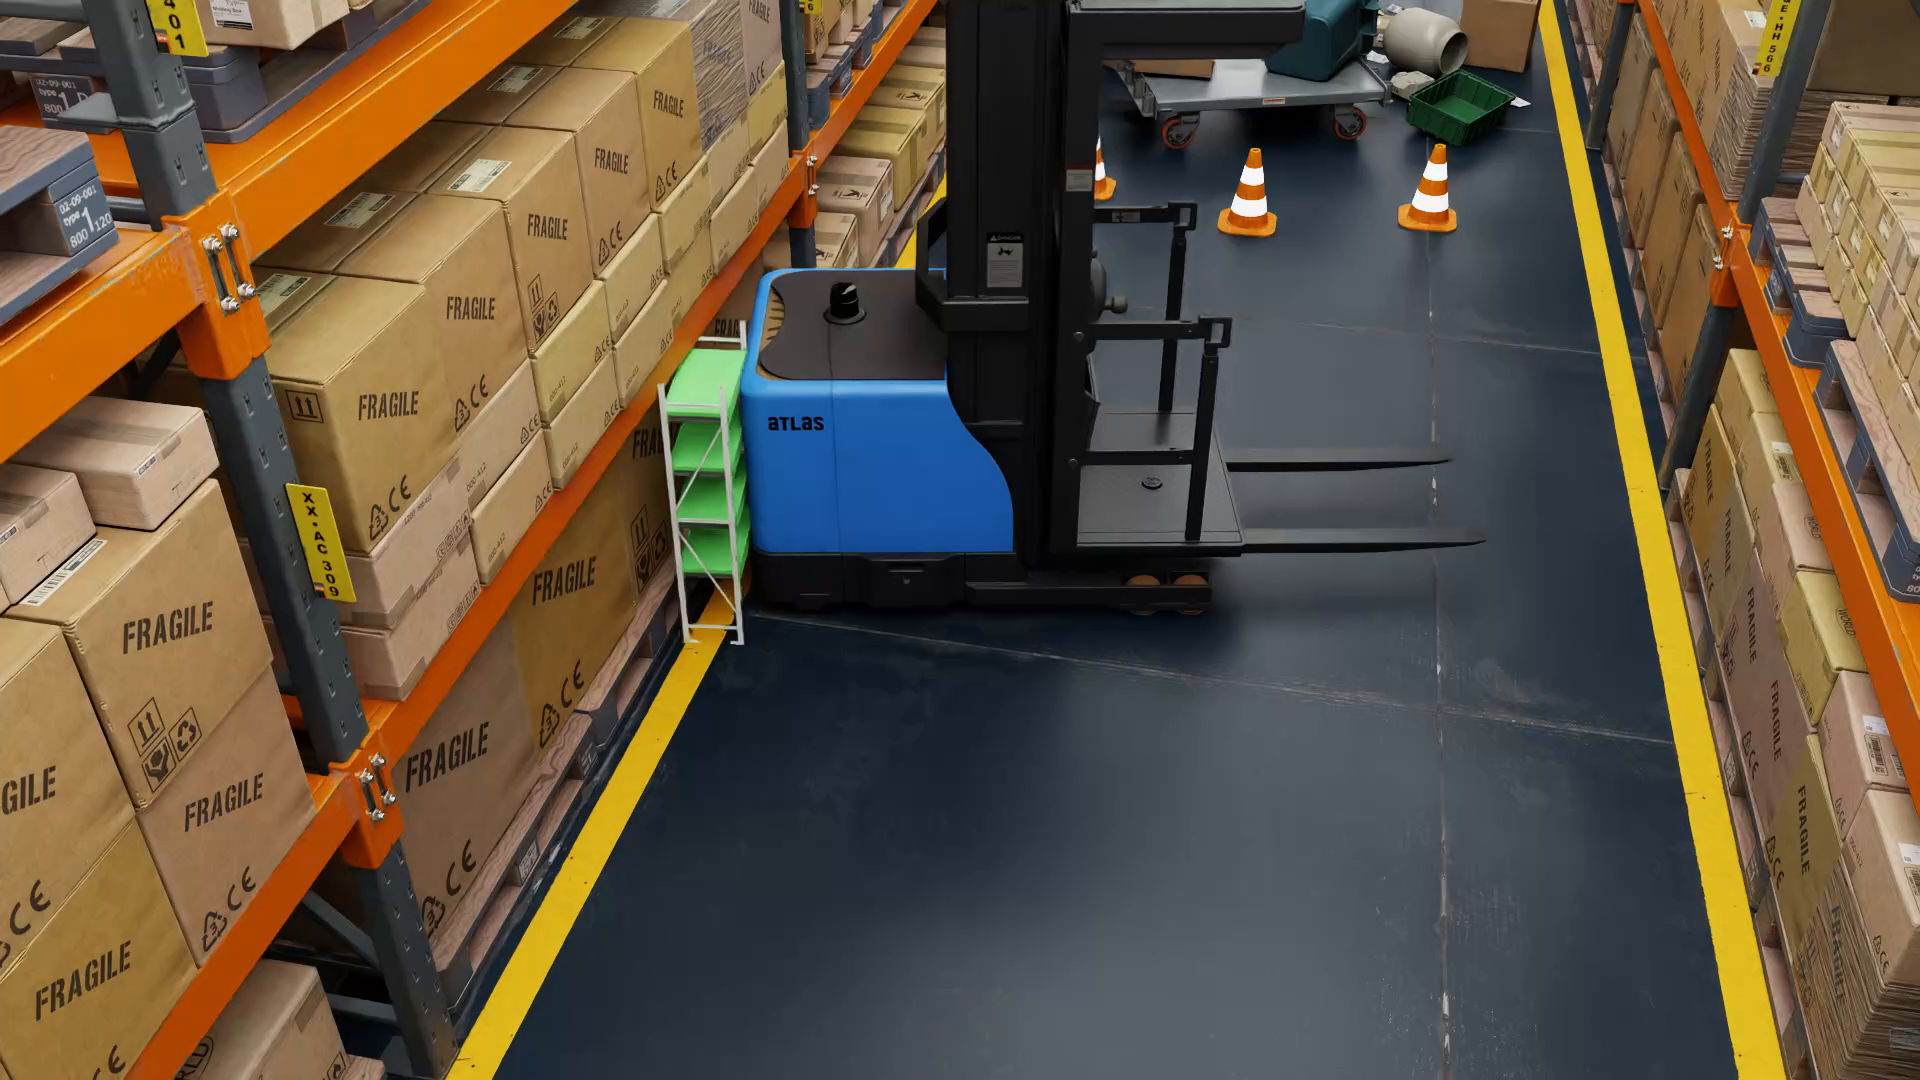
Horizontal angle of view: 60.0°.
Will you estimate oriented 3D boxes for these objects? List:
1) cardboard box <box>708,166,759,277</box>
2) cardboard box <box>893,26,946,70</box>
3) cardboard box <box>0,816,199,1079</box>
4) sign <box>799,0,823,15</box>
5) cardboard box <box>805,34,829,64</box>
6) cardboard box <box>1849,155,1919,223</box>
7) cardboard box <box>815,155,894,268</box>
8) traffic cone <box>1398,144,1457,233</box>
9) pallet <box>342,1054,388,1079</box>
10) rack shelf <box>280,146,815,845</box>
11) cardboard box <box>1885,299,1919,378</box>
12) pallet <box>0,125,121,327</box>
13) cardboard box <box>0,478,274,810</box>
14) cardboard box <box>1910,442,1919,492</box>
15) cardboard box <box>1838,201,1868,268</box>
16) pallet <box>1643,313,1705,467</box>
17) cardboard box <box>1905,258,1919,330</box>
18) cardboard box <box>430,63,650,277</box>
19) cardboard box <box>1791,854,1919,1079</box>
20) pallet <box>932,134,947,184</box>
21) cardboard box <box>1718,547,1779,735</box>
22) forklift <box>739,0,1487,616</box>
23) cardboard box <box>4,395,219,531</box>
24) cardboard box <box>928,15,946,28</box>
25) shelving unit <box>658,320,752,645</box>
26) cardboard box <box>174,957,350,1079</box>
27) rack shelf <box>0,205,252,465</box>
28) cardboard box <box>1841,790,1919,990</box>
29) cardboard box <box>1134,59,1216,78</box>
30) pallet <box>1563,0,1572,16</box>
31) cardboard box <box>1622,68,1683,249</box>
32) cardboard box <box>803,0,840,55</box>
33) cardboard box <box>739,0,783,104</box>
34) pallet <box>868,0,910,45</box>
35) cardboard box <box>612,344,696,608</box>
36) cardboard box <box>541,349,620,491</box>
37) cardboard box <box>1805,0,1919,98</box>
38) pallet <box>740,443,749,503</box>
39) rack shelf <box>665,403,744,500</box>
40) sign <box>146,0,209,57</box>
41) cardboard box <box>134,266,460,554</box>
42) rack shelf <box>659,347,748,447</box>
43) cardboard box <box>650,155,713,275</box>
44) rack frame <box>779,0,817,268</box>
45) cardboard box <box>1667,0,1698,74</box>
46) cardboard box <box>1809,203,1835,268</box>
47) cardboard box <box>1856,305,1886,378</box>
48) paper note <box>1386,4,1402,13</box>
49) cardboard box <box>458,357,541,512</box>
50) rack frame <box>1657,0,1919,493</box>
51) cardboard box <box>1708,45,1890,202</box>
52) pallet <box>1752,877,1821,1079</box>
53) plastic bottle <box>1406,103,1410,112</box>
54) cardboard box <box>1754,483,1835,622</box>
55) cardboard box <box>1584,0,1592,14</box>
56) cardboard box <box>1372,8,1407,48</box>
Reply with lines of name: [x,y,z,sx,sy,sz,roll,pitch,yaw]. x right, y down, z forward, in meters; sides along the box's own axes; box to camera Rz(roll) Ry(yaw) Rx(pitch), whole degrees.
cardboard box: [-1.124,-1.291,6.603,0.500,0.250,0.500,8,37,11]
cardboard box: [-0.431,-3.067,10.808,0.950,0.372,0.625,8,37,11]
cardboard box: [-1.984,0.877,3.399,0.500,0.500,0.500,6,36,9]
sign: [-0.633,-2.370,6.978,0.100,0.325,0.005,7,37,10]
cardboard box: [-0.831,-2.358,7.804,0.380,0.149,0.250,5,36,7]
cardboard box: [3.282,-1.181,5.672,0.380,0.149,0.250,7,37,10]
cardboard box: [-0.895,-1.822,9.089,0.950,0.372,0.625,7,36,9]
traffic cone: [2.774,-2.093,9.744,0.336,0.463,0.334,7,37,10]
pallet: [-2.269,1.879,4.477,1.003,0.211,1.213,7,37,10]
rack shelf: [-1.603,-0.531,6.040,1.077,0.370,4.000,7,37,10]
cardboard box: [3.109,-0.605,5.131,0.380,0.149,0.250,7,37,10]
pallet: [-2.215,-0.387,2.747,1.003,0.211,1.213,7,37,10]
cardboard box: [-1.861,0.184,3.503,0.500,0.500,0.500,7,37,10]
cardboard box: [2.994,-0.182,4.801,0.380,0.149,0.250,9,37,12]
cardboard box: [3.273,-1.034,5.724,0.380,0.149,0.250,6,36,9]
pallet: [3.924,-0.720,8.064,1.003,0.211,1.213,7,37,10]
cardboard box: [3.115,-0.722,5.039,0.380,0.149,0.250,8,37,11]
cardboard box: [-1.360,-1.217,5.436,0.500,0.500,0.500,7,36,9]
cardboard box: [2.739,1.273,4.710,0.500,0.500,0.500,7,36,9]
pallet: [-0.486,-2.687,10.777,1.003,0.211,1.213,7,37,10]
cardboard box: [3.072,0.392,5.925,0.500,0.500,0.500,6,36,9]
forklift: [0.659,-1.191,6.395,3.031,2.935,1.130,0,36,0]
cardboard box: [-1.785,-0.168,3.435,0.380,0.149,0.250,7,36,9]
cardboard box: [0.069,-3.624,11.679,0.500,0.250,0.500,6,36,8]
shelving unit: [-0.965,-0.214,6.520,0.258,1.200,0.503,2,36,2]
cardboard box: [-2.269,1.538,4.398,0.875,0.438,0.875,7,36,9]
rack shelf: [-2.457,0.547,1.996,1.077,0.370,4.000,7,37,10]
cardboard box: [2.739,0.966,4.494,0.500,0.250,0.500,6,36,9]
cardboard box: [1.424,-3.351,10.802,0.500,0.500,0.500,7,37,10]
pallet: [5.296,-4.396,13.135,1.003,0.211,1.213,7,37,10]
cardboard box: [4.282,-2.039,9.067,1.050,0.750,0.750,7,37,10]
cardboard box: [-0.853,-2.529,7.487,0.500,0.500,0.500,6,36,9]
cardboard box: [-1.031,-2.085,6.634,0.500,0.500,0.500,6,36,9]
pallet: [-0.793,-3.032,9.040,1.003,0.211,1.213,7,37,10]
cardboard box: [-1.599,-0.383,6.674,0.875,0.875,0.875,8,37,11]
cardboard box: [-1.444,-0.423,5.406,0.500,0.250,0.500,7,37,10]
cardboard box: [3.787,-2.108,6.665,0.700,0.500,0.500,7,37,10]
pallet: [-1.418,-0.398,7.619,1.003,0.211,1.213,7,37,10]
rack shelf: [-0.962,-0.356,6.416,0.258,0.148,0.480,2,36,2]
sign: [-1.488,-1.063,3.097,0.100,0.325,0.005,7,37,10]
cardboard box: [-1.655,-0.338,4.222,0.500,0.500,0.500,8,37,11]
rack shelf: [-0.957,-0.549,6.274,0.258,0.148,0.480,2,36,2]
cardboard box: [-1.226,-1.211,6.067,0.500,0.250,0.500,6,36,9]
rack frame: [-1.176,-1.969,7.411,1.000,3.000,0.127,7,37,10]
cardboard box: [3.836,-2.606,8.204,0.500,0.500,0.500,8,37,11]
cardboard box: [3.332,-1.090,6.054,0.380,0.149,0.250,9,37,12]
cardboard box: [3.164,-0.627,5.416,0.380,0.149,0.250,8,37,11]
paper note: [3.406,-4.128,12.921,0.144,0.017,0.142,20,41,26]
cardboard box: [-1.577,-0.337,4.861,0.500,0.250,0.500,8,37,11]
rack frame: [3.682,-1.407,6.635,1.000,3.000,0.127,7,37,10]
cardboard box: [3.516,-1.739,7.008,0.500,0.500,0.500,7,37,10]
pallet: [2.992,1.569,4.905,1.003,0.211,1.213,7,37,10]
plastic bottle: [3.121,-2.858,11.141,0.133,0.061,0.283,-11,37,-14]
cardboard box: [3.071,0.070,5.731,0.500,0.250,0.500,8,37,10]
cardboard box: [5.124,-4.401,12.219,0.875,0.875,0.875,7,36,9]
cardboard box: [3.104,-3.809,12.279,0.396,0.266,0.258,14,38,18]
